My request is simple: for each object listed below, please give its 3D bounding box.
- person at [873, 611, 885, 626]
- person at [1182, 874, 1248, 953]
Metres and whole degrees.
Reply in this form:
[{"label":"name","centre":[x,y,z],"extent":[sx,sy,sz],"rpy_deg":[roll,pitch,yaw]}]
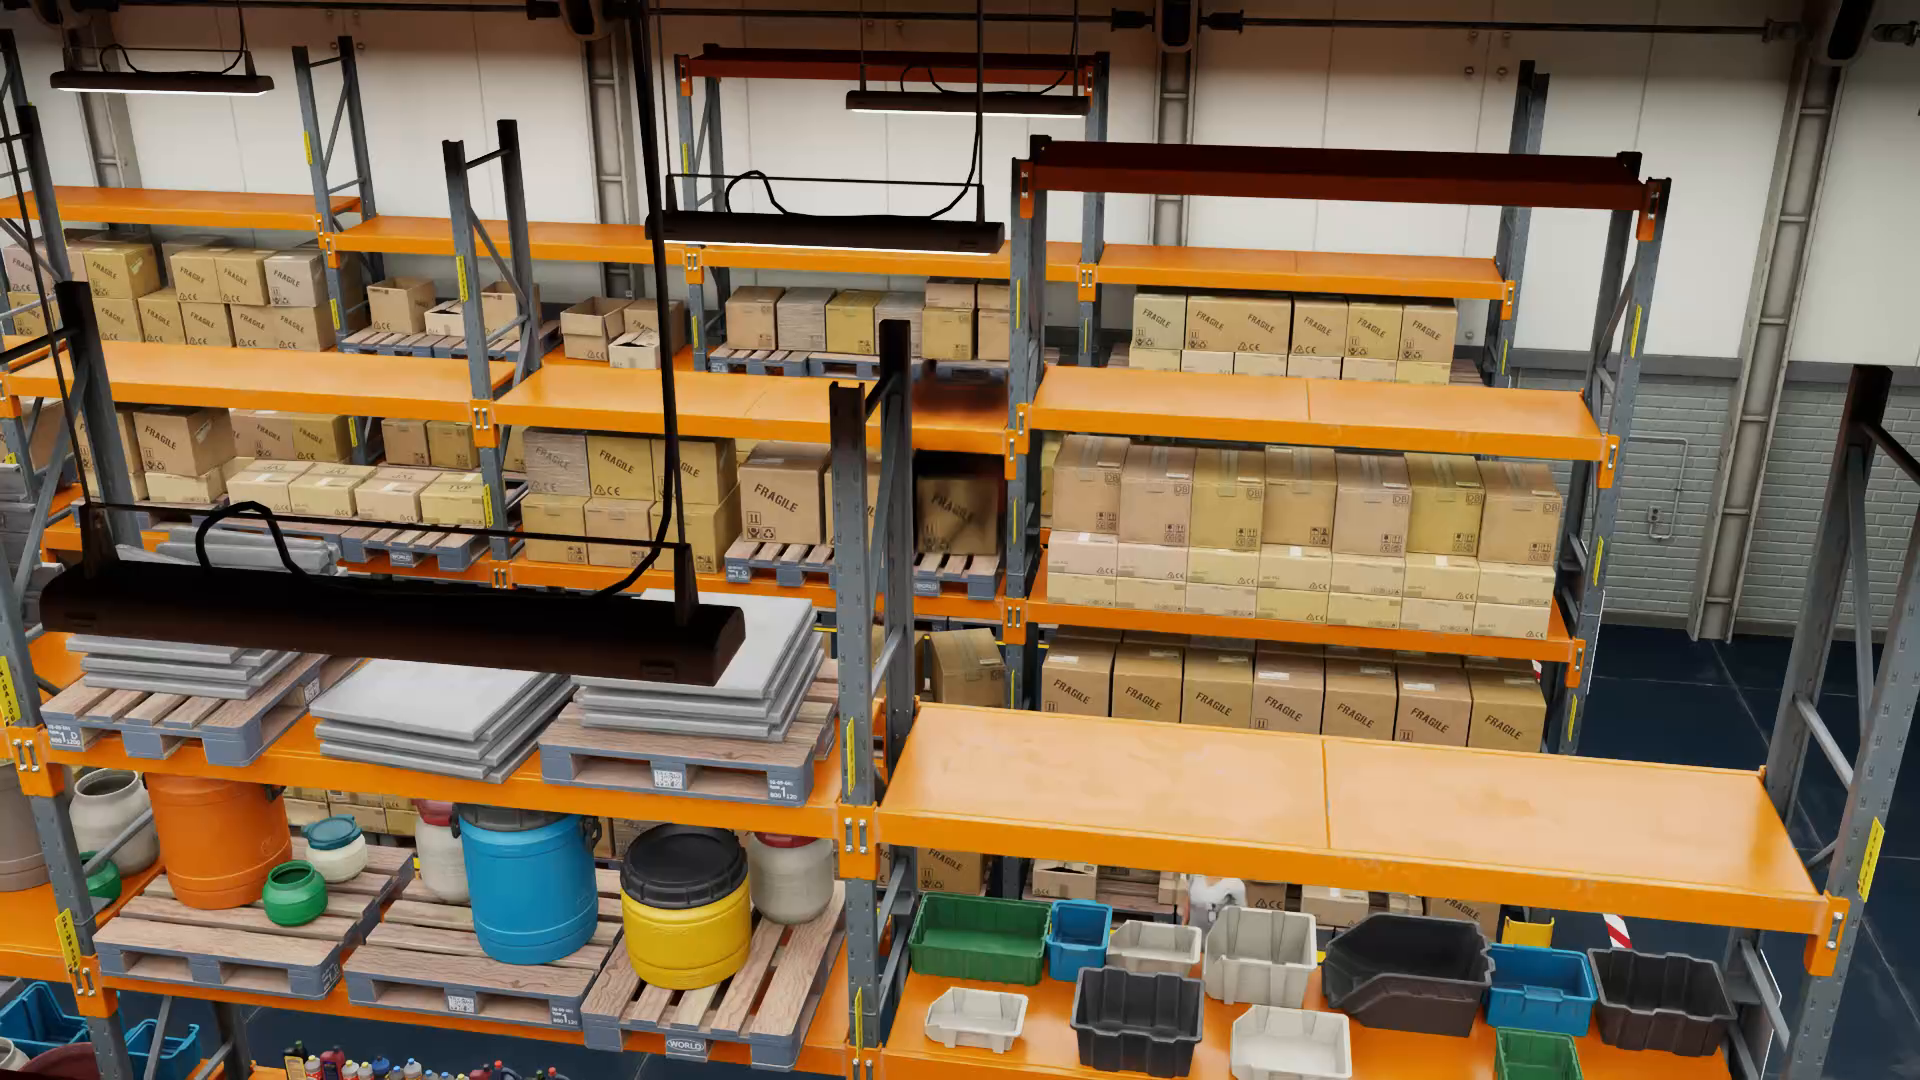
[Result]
[{"label":"person","centre":[-0.607,1.372,14.997],"extent":[0.559,1.597,0.520],"rpy_deg":[13,26,28]},{"label":"person","centre":[1.758,2.819,11.498],"extent":[0.551,1.701,0.413],"rpy_deg":[17,28,34]}]
